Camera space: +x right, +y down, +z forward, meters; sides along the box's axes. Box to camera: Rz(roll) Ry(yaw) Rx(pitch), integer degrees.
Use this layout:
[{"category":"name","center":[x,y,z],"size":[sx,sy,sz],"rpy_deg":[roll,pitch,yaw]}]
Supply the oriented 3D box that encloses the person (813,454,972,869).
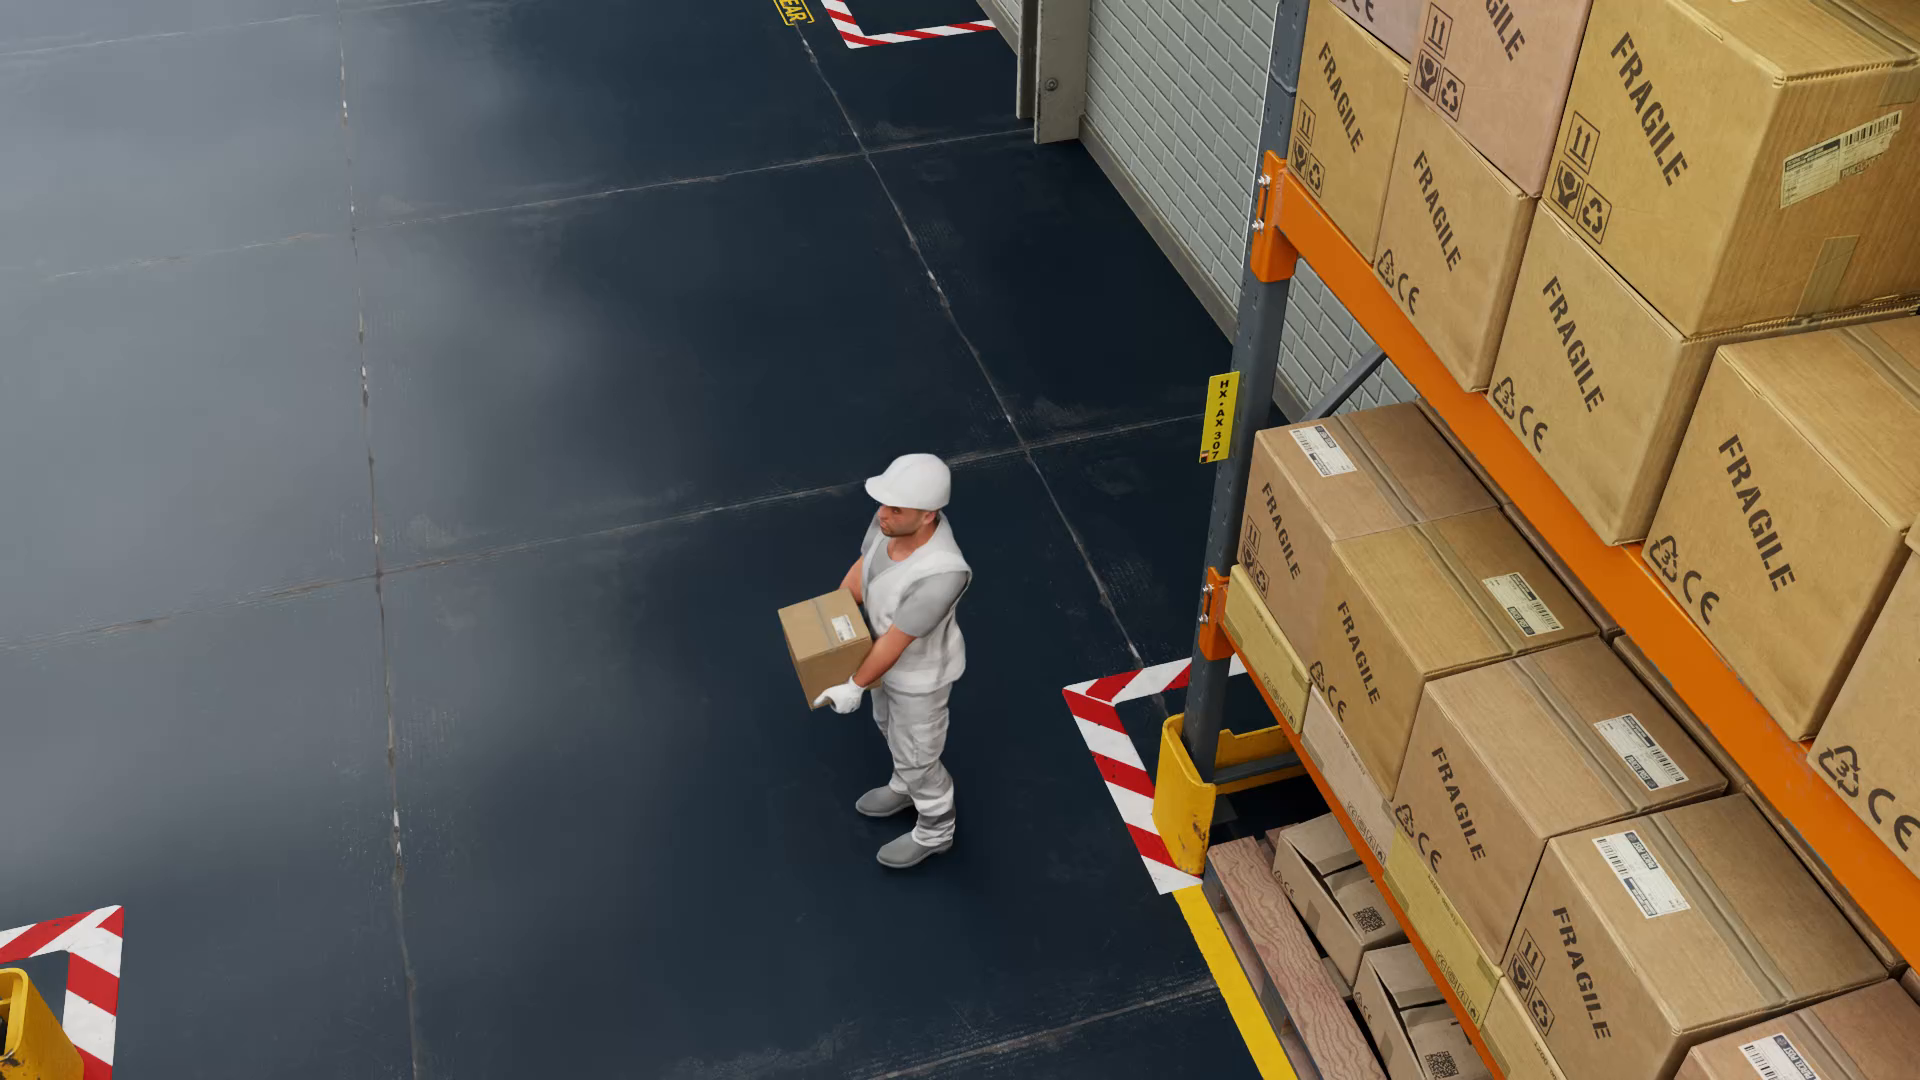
[{"category":"person","center":[-0.262,0.442,5.649],"size":[0.549,1.786,0.495],"rpy_deg":[-13,44,-14]}]
